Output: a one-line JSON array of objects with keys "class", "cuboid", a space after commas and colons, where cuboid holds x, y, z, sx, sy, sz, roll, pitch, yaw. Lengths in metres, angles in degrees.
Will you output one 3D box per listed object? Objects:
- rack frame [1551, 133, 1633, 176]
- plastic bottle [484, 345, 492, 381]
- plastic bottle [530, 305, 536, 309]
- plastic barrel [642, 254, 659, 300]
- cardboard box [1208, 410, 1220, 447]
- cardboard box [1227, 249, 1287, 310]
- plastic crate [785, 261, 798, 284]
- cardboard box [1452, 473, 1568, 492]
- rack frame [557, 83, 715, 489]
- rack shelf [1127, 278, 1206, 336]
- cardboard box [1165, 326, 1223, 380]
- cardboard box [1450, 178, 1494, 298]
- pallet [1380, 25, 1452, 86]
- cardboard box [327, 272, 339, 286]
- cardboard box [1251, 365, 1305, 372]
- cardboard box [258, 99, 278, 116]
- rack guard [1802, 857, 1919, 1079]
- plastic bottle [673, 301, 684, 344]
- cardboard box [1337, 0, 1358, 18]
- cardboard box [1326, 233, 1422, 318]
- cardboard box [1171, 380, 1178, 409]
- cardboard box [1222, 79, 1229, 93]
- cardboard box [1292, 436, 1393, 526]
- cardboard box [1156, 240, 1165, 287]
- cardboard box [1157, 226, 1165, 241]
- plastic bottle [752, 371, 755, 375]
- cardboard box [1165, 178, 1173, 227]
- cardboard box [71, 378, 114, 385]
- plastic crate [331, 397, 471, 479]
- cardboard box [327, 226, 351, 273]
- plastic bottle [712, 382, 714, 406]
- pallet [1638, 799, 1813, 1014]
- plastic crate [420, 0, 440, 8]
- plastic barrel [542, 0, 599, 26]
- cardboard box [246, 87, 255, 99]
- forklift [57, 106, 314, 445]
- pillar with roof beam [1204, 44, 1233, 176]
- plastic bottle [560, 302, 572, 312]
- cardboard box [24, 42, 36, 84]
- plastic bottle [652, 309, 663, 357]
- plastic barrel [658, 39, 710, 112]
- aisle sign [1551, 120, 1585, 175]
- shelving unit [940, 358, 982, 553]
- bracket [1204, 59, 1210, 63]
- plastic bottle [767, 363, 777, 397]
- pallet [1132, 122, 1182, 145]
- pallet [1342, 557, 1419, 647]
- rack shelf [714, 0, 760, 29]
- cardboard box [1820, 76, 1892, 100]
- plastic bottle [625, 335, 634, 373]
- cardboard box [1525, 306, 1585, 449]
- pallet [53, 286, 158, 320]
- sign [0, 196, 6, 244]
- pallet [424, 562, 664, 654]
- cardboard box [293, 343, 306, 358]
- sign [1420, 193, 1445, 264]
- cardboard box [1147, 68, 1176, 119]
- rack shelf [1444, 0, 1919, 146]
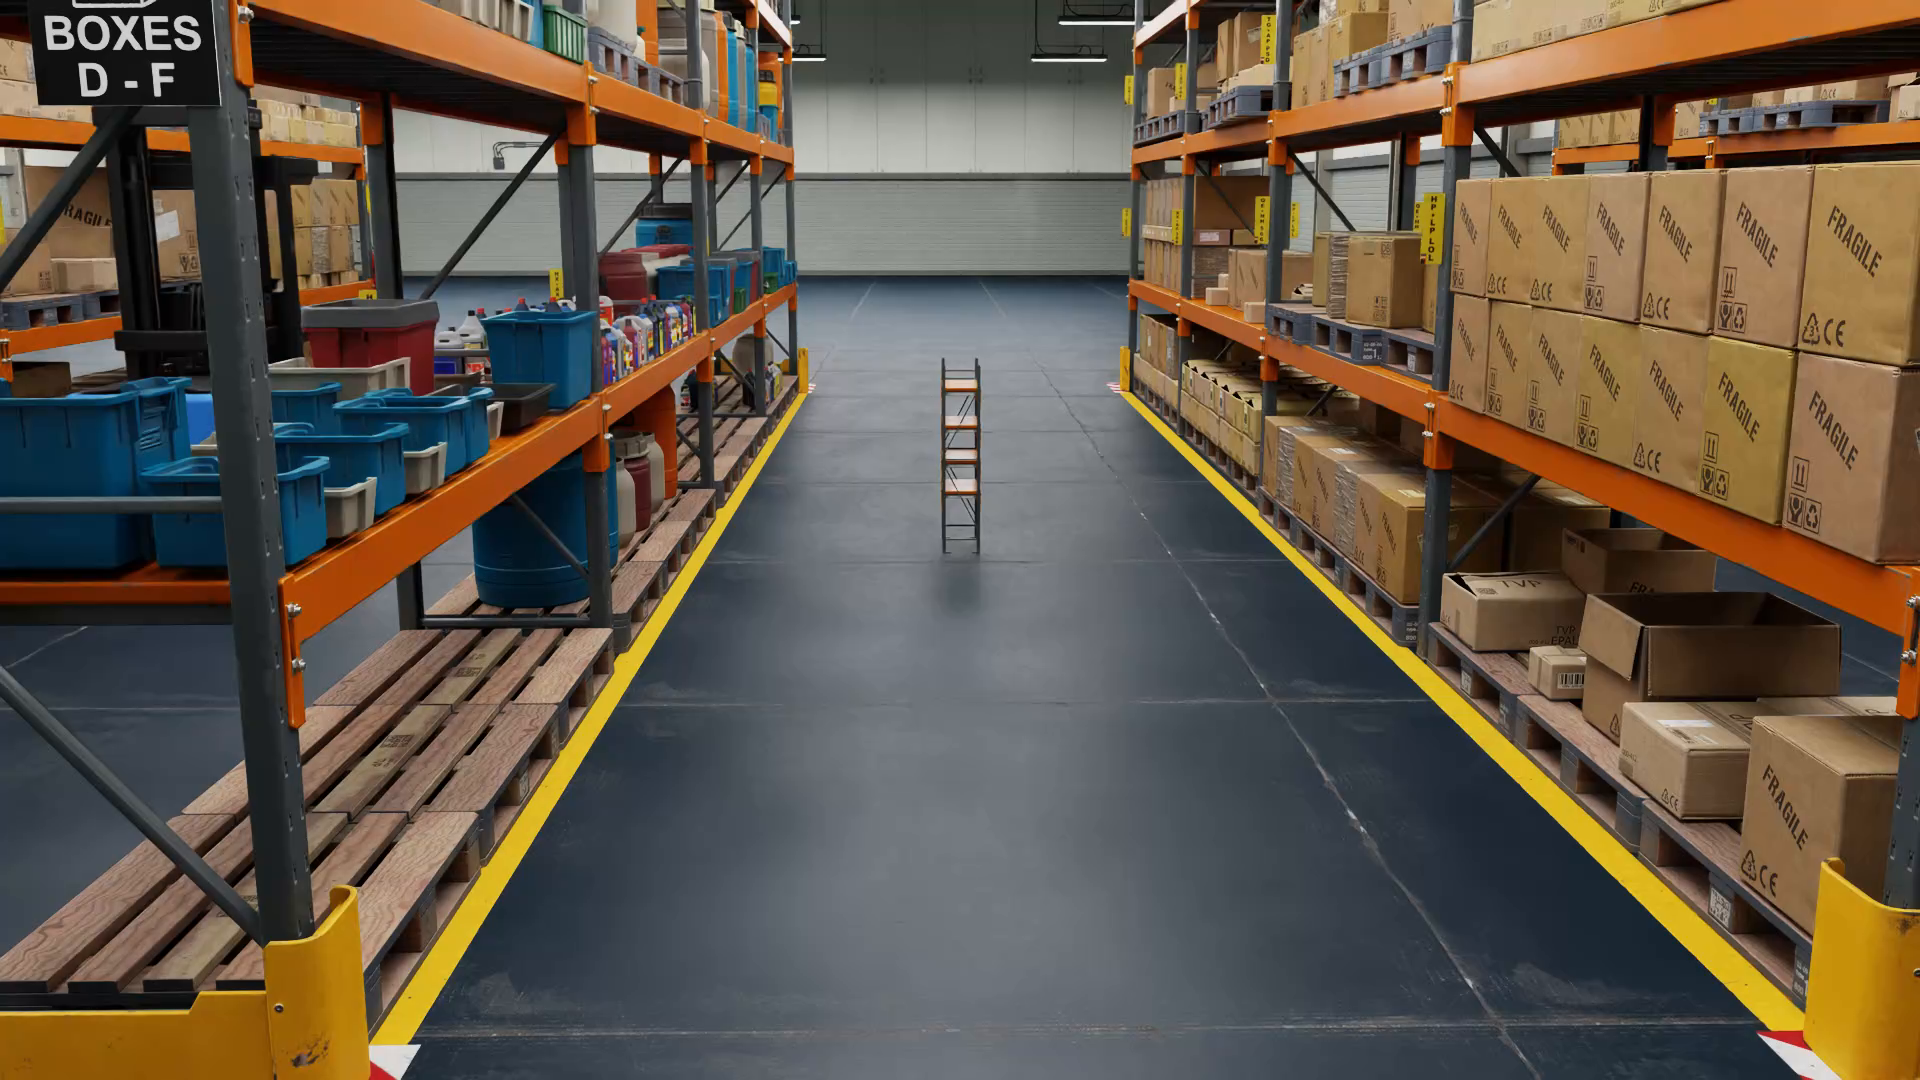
[{"class": "rack frame", "cuboid": [7.465, -3.294, 19.750, 1.000, 3.000, 0.127, 0, 11, -1]}, {"class": "plastic bottle", "cuboid": [-2.407, -0.924, 8.570, 0.097, 0.201, 0.097, 0, 11, 0]}, {"class": "plastic bottle", "cuboid": [-2.611, -1.288, 10.159, 0.061, 0.283, 0.133, 0, 11, -1]}, {"class": "plastic barrel", "cuboid": [-2.510, -1.921, 12.704, 0.421, 0.512, 0.421, 0, 11, 0]}, {"class": "cardboard box", "cuboid": [2.388, -0.949, 14.052, 0.500, 0.250, 0.500, 0, 11, 0]}, {"class": "cardboard box", "cuboid": [2.605, -2.269, 14.448, 0.500, 0.500, 0.500, 1, 11, 3]}, {"class": "plastic crate", "cuboid": [-2.131, -3.082, 19.080, 0.499, 0.251, 0.616, 0, 11, -1]}, {"class": "cardboard box", "cuboid": [2.972, -0.081, 9.095, 0.500, 0.500, 0.500, 0, 11, 0]}, {"class": "rack frame", "cuboid": [-2.275, -1.663, 11.711, 1.000, 3.000, 0.127, 0, 11, -1]}, {"class": "rack shelf", "cuboid": [2.554, -2.523, 17.758, 1.077, 0.370, 4.000, 0, 11, -1]}, {"class": "cardboard box", "cuboid": [2.368, -1.894, 16.824, 0.500, 0.500, 0.500, 0, 11, -1]}, {"class": "cardboard box", "cuboid": [2.489, -1.332, 7.312, 0.500, 0.500, 0.500, 0, 11, 0]}, {"class": "pallet", "cuboid": [2.817, -2.395, 8.249, 1.213, 0.211, 1.003, 0, 11, -1]}, {"class": "cardboard box", "cuboid": [-7.129, -2.905, 18.465, 0.380, 0.149, 0.250, 0, 11, -1]}, {"class": "cardboard box", "cuboid": [2.907, -1.428, 15.002, 0.500, 0.311, 0.500, 0, 11, 0]}, {"class": "cardboard box", "cuboid": [-7.032, -4.304, 16.560, 0.380, 0.149, 0.250, 0, 11, -2]}, {"class": "rack guard", "cuboid": [2.841, 1.118, 4.292, 1.175, 0.500, 0.348, 0, 11, -1]}, {"class": "plastic bottle", "cuboid": [-1.847, -1.414, 10.806, 0.097, 0.271, 0.097, 0, 11, 0]}, {"class": "cardboard box", "cuboid": [2.691, -3.503, 10.473, 0.500, 0.500, 0.500, 0, 11, -1]}, {"class": "cardboard box", "cuboid": [2.631, -1.630, 10.241, 0.700, 0.500, 0.500, 2, 12, 10]}, {"class": "cardboard box", "cuboid": [2.367, -1.427, 16.409, 0.500, 0.250, 0.500, 0, 11, -1]}, {"class": "cardboard box", "cuboid": [2.598, -3.957, 14.798, 0.500, 0.250, 0.500, 1, 12, 5]}, {"class": "cardboard box", "cuboid": [2.423, -0.378, 10.556, 0.500, 0.500, 0.500, 0, 11, -2]}, {"class": "cardboard box", "cuboid": [2.529, -3.026, 18.178, 0.700, 0.500, 0.500, 0, 11, -1]}, {"class": "cardboard box", "cuboid": [2.334, -3.305, 17.921, 0.380, 0.149, 0.250, 0, 11, -2]}, {"class": "plastic bottle", "cuboid": [-2.120, -1.617, 17.231, 0.152, 0.276, 0.135, 0, 11, -1]}, {"class": "cardboard box", "cuboid": [2.548, -3.550, 17.498, 0.700, 0.500, 0.500, 0, 11, -1]}, {"class": "cardboard box", "cuboid": [-7.315, -1.100, 14.117, 0.700, 0.500, 0.500, -1, 12, -6]}, {"class": "plastic crate", "cuboid": [-1.813, -0.332, 5.422, 0.416, 0.233, 0.300, 0, 11, -1]}, {"class": "cardboard box", "cuboid": [-7.278, -3.219, 18.383, 0.875, 0.500, 0.500, 0, 11, -1]}, {"class": "plastic bottle", "cuboid": [-2.515, -1.503, 16.478, 0.144, 0.351, 0.185, 0, 11, -1]}, {"class": "pallet", "cuboid": [2.824, 1.101, 5.102, 1.003, 0.211, 1.213, 0, 11, -1]}, {"class": "plastic crate", "cuboid": [-1.866, -1.817, 5.083, 0.504, 0.338, 0.767, 0, 11, -1]}, {"class": "plastic barrel", "cuboid": [-1.952, -2.716, 7.959, 0.433, 0.535, 0.433, 0, 11, 0]}, {"class": "cardboard box", "cuboid": [-7.631, -4.846, 17.602, 0.500, 0.500, 0.500, 0, 11, -1]}, {"class": "forklift", "cuboid": [-4.954, -1.501, 11.088, 1.130, 2.935, 3.031, -1, 11, -4]}, {"class": "pillar with roof beam", "cuboid": [3.420, -12.044, 47.793, 9.100, 9.000, 0.548, 0, 11, -1]}, {"class": "plastic bottle", "cuboid": [-2.544, -1.398, 10.727, 0.097, 0.271, 0.097, 0, 11, 0]}, {"class": "cardboard box", "cuboid": [-6.986, -3.602, 12.216, 0.500, 0.500, 0.500, 0, 11, -1]}, {"class": "plastic bottle", "cuboid": [-1.810, -1.237, 9.903, 0.061, 0.283, 0.133, 0, 11, -1]}, {"class": "plastic barrel", "cuboid": [-1.975, -3.251, 11.712, 0.421, 0.512, 0.421, 0, 11, 0]}, {"class": "aisle sign", "cuboid": [7.163, -4.581, 19.556, 0.394, 0.787, 0.004, 0, 11, -1]}, {"class": "shelving unit", "cuboid": [0.003, -0.555, 10.778, 0.258, 1.200, 0.503, 0, 11, -1]}, {"class": "bracket", "cuboid": [7.324, -14.261, 49.665, 0.076, 0.066, 3.189, 0, 11, -1]}, {"class": "plastic bottle", "cuboid": [-1.972, -1.660, 17.251, 0.144, 0.351, 0.185, 0, 11, -2]}, {"class": "pallet", "cuboid": [2.501, -4.559, 18.664, 1.003, 0.211, 1.213, 0, 11, -1]}, {"class": "pallet", "cuboid": [2.706, 0.318, 8.962, 1.003, 0.211, 1.213, 0, 11, -1]}, {"class": "rack shelf", "cuboid": [-2.316, -4.452, 13.186, 1.077, 0.370, 4.000, 0, 11, -1]}, {"class": "cardboard box", "cuboid": [7.504, -3.869, 13.735, 0.500, 0.500, 0.500, -1, 11, -3]}, {"class": "plastic bottle", "cuboid": [-1.807, -0.999, 8.936, 0.097, 0.201, 0.097, 0, 11, 0]}, {"class": "cardboard box", "cuboid": [2.520, -0.633, 6.382, 0.500, 0.500, 0.500, 0, 11, -1]}, {"class": "pallet", "cuboid": [-7.309, -1.942, 13.569, 1.003, 0.211, 1.213, 0, 11, -1]}, {"class": "sign", "cuboid": [-6.672, -2.213, 11.510, 0.100, 0.325, 0.005, 0, 11, -1]}, {"class": "pallet", "cuboid": [-2.166, 0.345, 8.826, 1.003, 0.211, 1.213, 0, 11, -1]}, {"class": "cardboard box", "cuboid": [-7.355, -1.846, 17.845, 0.500, 0.500, 0.500, 1, 11, 4]}, {"class": "sign", "cuboid": [2.205, -1.452, 7.759, 0.100, 0.325, 0.005, 0, 11, -1]}, {"class": "cardboard box", "cuboid": [2.273, -4.735, 17.650, 0.500, 0.500, 0.500, 0, 11, -1]}, {"class": "rack shelf", "cuboid": [2.802, -1.607, 5.702, 1.077, 0.370, 4.000, 0, 11, -1]}]
